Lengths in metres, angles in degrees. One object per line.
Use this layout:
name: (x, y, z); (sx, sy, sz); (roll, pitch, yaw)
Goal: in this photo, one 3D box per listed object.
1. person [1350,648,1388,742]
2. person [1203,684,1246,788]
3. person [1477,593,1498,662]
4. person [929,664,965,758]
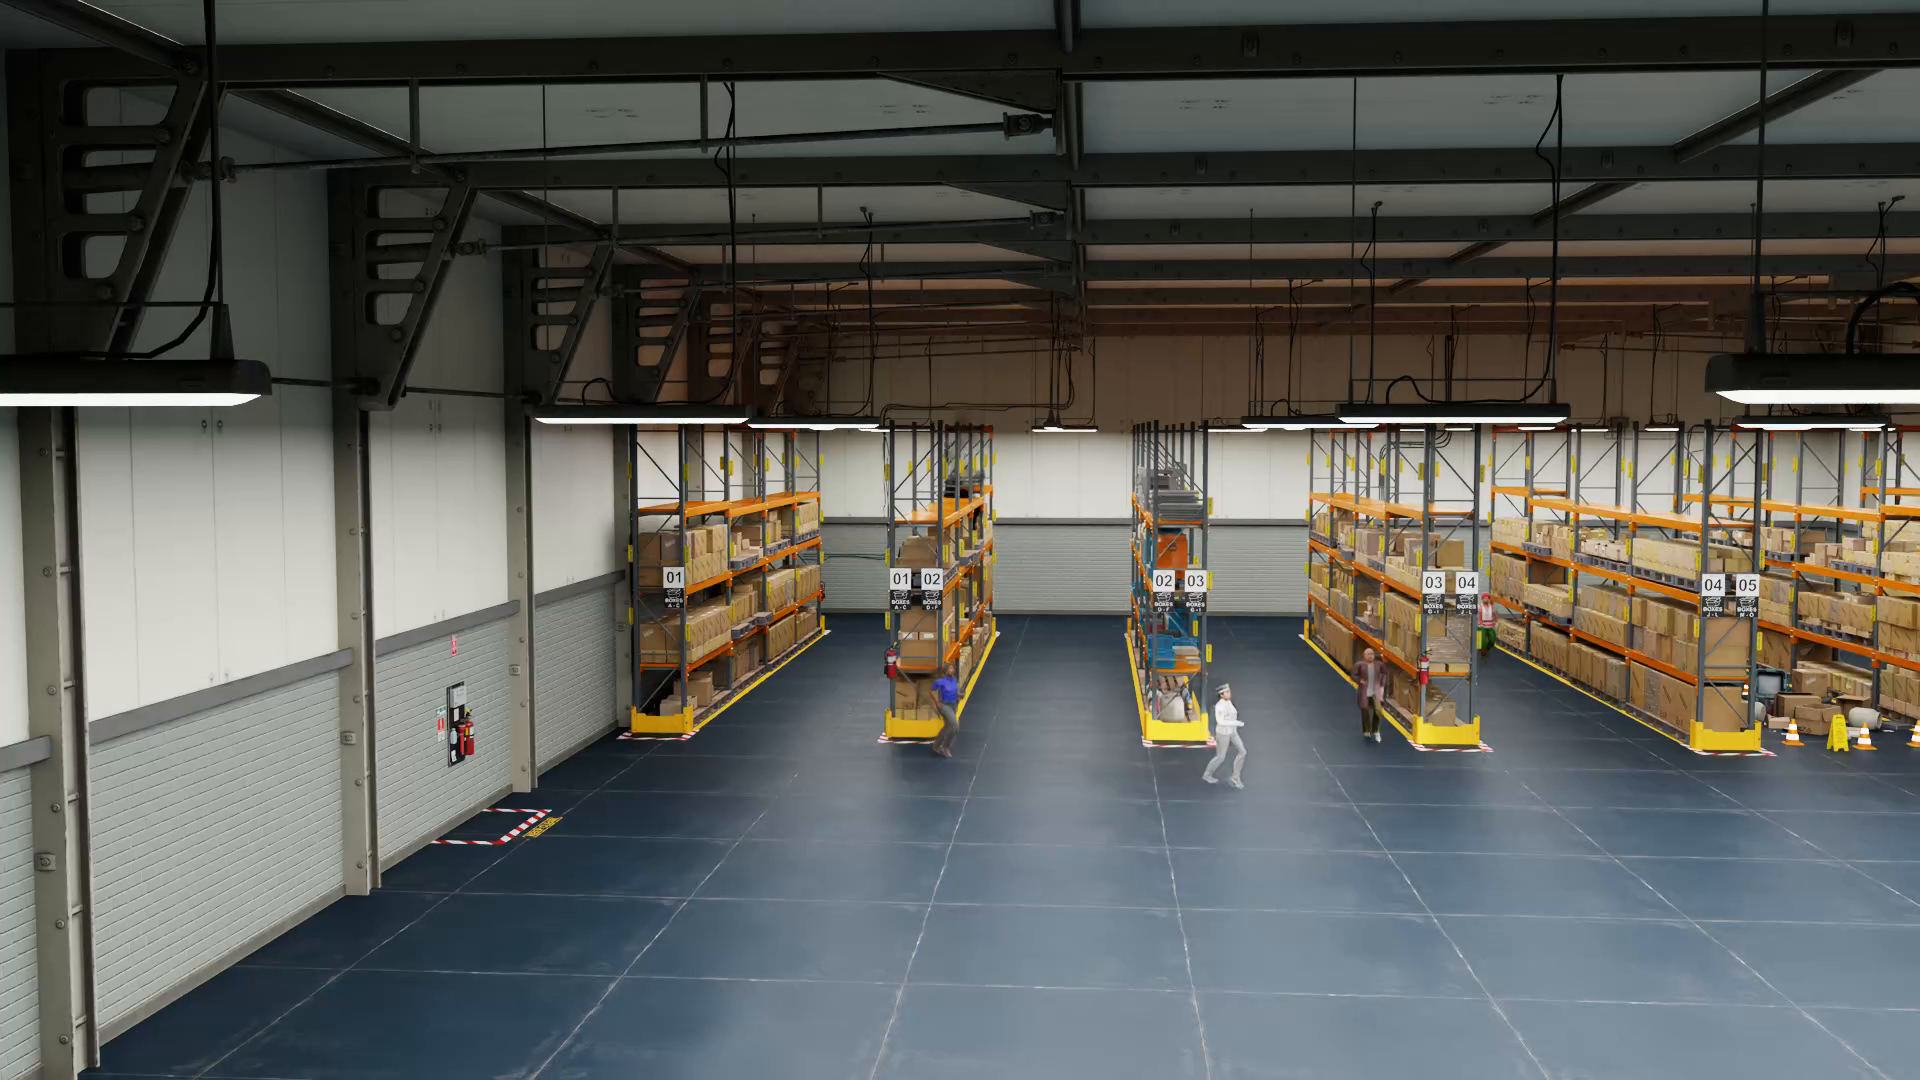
person: (7.627, 2.924, 30.976); (0.718, 1.661, 0.800); (0, 4, 7)
person: (4.324, 3.185, 27.078); (0.733, 1.728, 0.618); (3, 5, 38)
person: (13.225, 2.205, 41.793); (0.649, 1.740, 0.603); (0, 4, 5)
person: (-0.214, 3.033, 29.590); (0.703, 1.677, 0.553); (3, 4, 35)
